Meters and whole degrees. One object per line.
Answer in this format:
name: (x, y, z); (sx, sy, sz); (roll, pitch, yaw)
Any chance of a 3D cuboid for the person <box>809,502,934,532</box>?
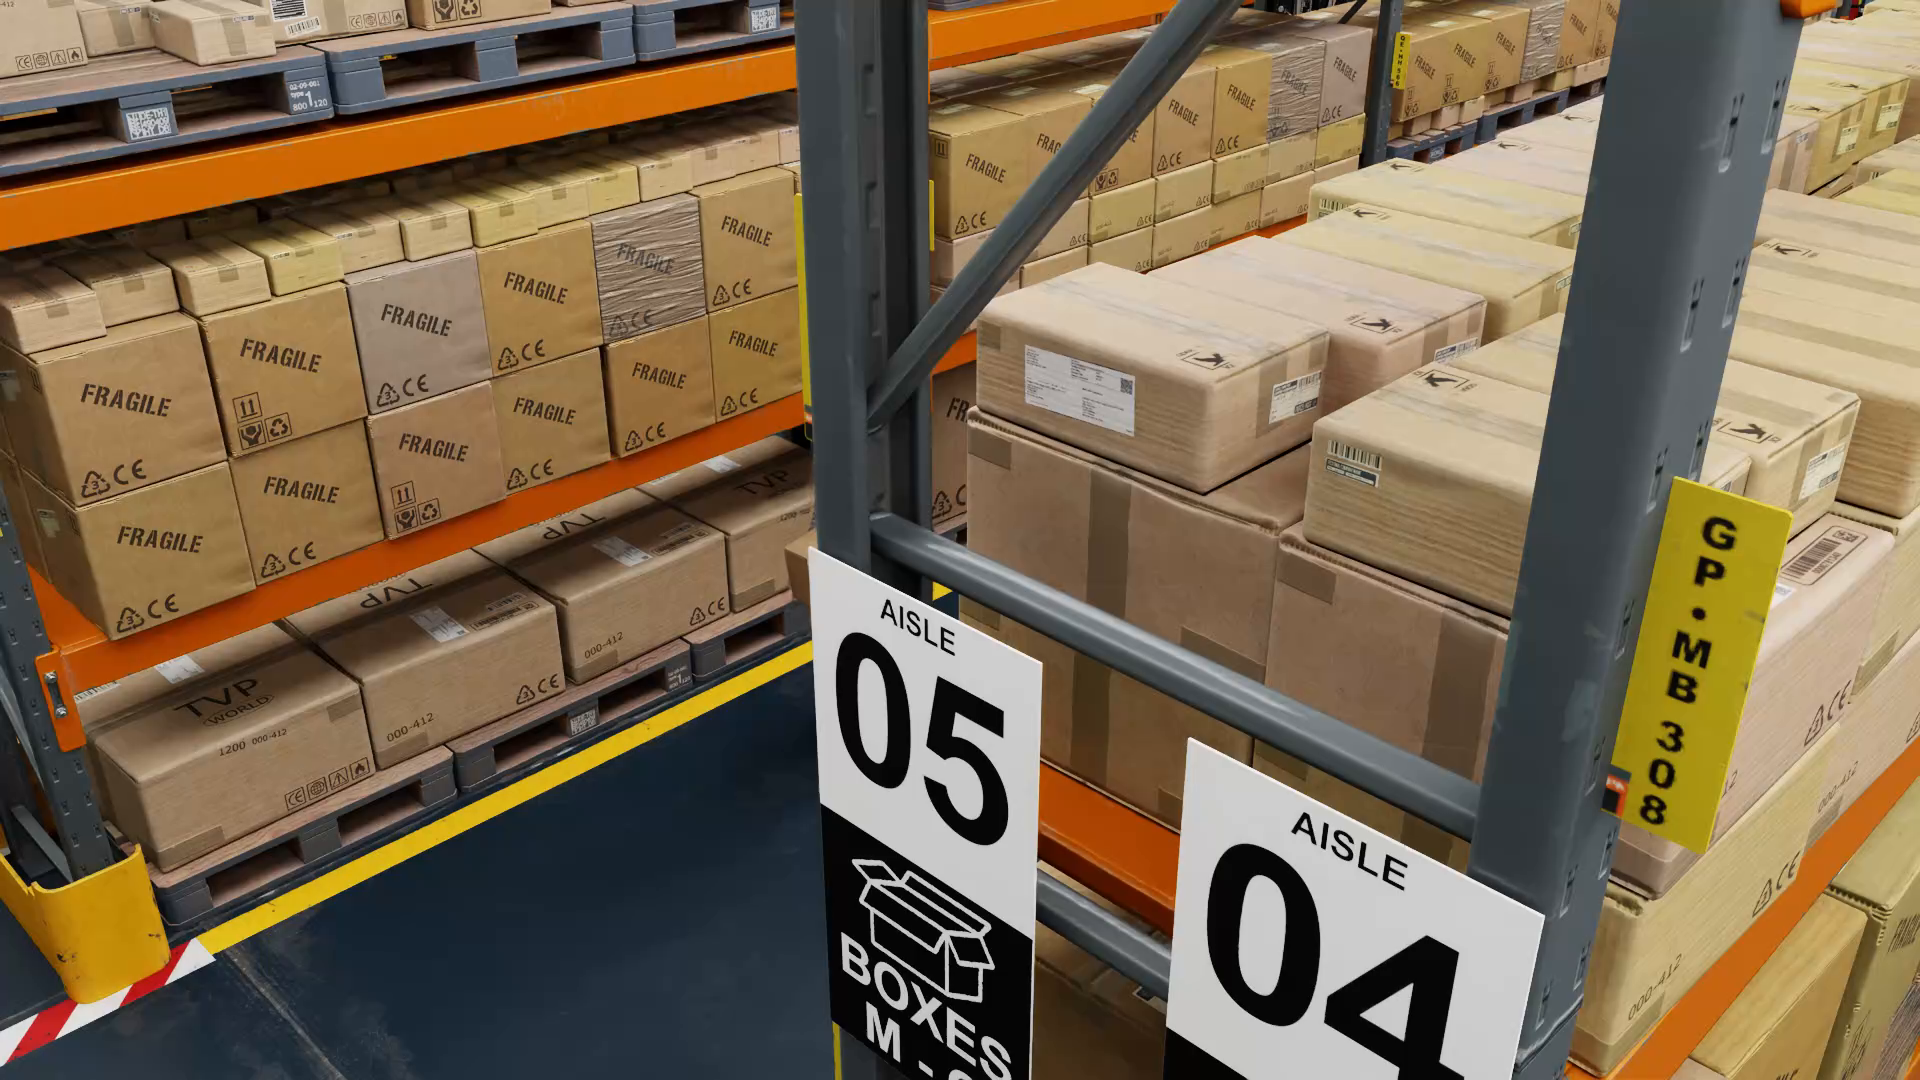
person: (-0.379, 0.131, 6.912); (0.487, 1.713, 0.577); (24, 36, 38)
